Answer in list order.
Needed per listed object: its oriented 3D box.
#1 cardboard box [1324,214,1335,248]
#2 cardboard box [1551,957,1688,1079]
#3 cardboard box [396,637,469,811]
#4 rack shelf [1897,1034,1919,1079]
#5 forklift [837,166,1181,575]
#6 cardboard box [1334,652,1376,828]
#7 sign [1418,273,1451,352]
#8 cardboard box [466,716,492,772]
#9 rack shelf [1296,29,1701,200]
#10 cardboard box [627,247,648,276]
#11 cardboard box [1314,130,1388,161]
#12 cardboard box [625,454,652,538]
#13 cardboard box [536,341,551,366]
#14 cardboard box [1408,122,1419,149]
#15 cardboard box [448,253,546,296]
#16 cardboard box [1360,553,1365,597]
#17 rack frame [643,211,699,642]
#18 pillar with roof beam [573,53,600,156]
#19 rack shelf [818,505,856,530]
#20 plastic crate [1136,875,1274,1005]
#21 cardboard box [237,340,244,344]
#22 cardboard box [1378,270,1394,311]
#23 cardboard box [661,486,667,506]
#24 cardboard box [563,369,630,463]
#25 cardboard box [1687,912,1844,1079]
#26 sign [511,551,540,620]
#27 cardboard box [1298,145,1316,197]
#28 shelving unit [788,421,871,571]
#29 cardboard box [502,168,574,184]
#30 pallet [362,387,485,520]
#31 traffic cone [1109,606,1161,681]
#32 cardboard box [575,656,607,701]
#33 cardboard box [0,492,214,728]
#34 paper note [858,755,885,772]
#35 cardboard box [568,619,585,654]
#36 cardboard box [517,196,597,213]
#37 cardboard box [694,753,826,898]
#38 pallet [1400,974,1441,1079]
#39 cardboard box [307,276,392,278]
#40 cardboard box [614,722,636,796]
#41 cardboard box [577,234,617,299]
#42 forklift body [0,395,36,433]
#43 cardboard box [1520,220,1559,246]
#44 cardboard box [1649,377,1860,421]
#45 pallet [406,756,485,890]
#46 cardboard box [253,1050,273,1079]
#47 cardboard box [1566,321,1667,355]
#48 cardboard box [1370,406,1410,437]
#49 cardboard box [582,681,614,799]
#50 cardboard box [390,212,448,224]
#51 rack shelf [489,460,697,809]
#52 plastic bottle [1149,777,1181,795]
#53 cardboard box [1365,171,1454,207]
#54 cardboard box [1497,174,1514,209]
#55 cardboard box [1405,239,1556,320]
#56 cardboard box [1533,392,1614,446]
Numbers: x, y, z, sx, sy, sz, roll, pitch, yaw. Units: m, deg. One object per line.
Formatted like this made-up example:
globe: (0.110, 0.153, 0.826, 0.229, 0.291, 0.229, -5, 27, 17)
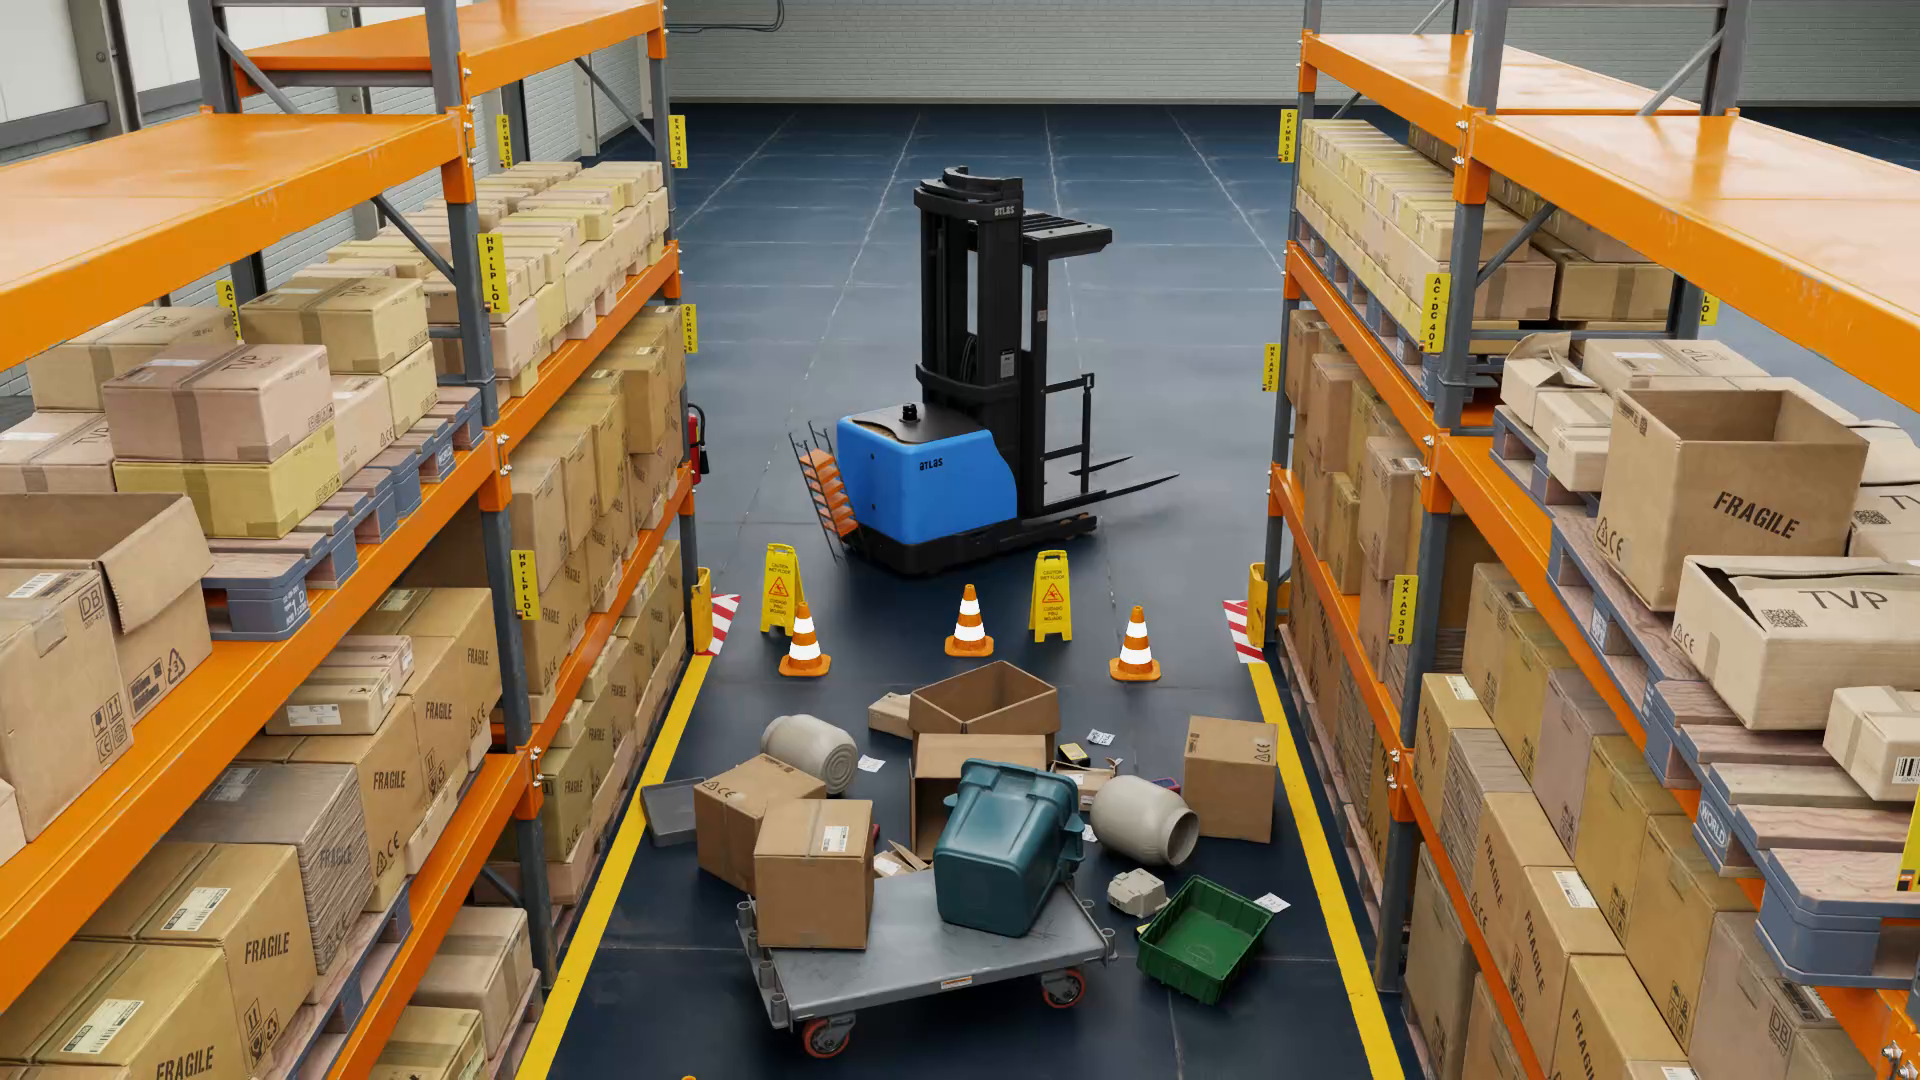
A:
cardboard box: (2.258, -1.732, 9.329, 0.380, 0.149, 0.250, 1, 21, 2)
cardboard box: (2.153, 1.625, 5.056, 0.500, 0.500, 0.500, 0, 21, 1)
cardboard box: (-2.252, 0.702, 6.443, 0.500, 0.500, 0.500, 1, 21, 2)
rack shelf: (2.315, 1.858, 1.440, 1.077, 0.370, 4.000, 1, 21, 2)
forklift: (0.504, -1.503, 13.352, 3.031, 2.935, 1.130, -15, 26, -34)
cardboard box: (2.610, 0.994, 9.176, 0.875, 0.875, 0.875, 1, 21, 2)
sign: (1.943, -0.930, 6.808, 0.100, 0.325, 0.005, 1, 21, 2)
cardboard box: (-2.193, 0.845, 6.972, 0.380, 0.149, 0.250, 1, 21, 2)
rack shelf: (2.558, -2.246, 8.425, 1.077, 0.370, 4.000, 1, 21, 2)
cardboard box: (-2.080, -1.675, 9.900, 0.380, 0.149, 0.250, 1, 21, 3)
cardboard box: (2.275, -2.289, 9.662, 0.380, 0.149, 0.250, 0, 21, 1)
cardboard box: (-2.111, -0.336, 9.699, 0.500, 0.500, 0.500, 1, 21, 1)
cardboard box: (-2.191, -0.932, 7.985, 0.380, 0.149, 0.250, 1, 21, 3)
cardboard box: (2.948, -2.464, 10.112, 0.380, 0.149, 0.250, 1, 21, 2)
cardboard box: (-2.122, -1.219, 7.622, 0.380, 0.149, 0.250, 0, 21, 0)
cardboard box: (2.625, 0.156, 8.774, 0.875, 0.550, 0.550, 1, 21, 2)
rack frame: (-2.332, -0.712, 11.217, 1.000, 3.000, 0.127, 1, 21, 2)
pillar with roof beam: (-3.182, -11.951, 31.889, 9.100, 9.000, 0.400, 1, 21, 2)
rack shelf: (-0.950, -0.193, 12.797, 0.180, 0.103, 0.258, -33, 35, -24)
plastic crate: (1.193, 1.959, 8.141, 0.450, 0.188, 0.662, 23, 29, 25)
cardboard box: (-2.872, -0.583, 6.365, 0.500, 0.250, 0.500, 0, 21, 0)
cardboard box: (2.211, -1.184, 7.915, 0.380, 0.149, 0.250, 1, 21, 2)
cardboard box: (-2.055, -0.272, 10.431, 0.380, 0.149, 0.250, 0, 21, 1)
cardboard box: (-2.219, -0.629, 9.072, 0.700, 0.500, 0.500, 1, 21, 1)
cardboard box: (2.413, 1.341, 4.407, 0.700, 0.500, 0.500, 0, 21, 1)
sign: (-1.899, 0.199, 7.268, 0.100, 0.325, 0.005, 1, 21, 2)
cardboard box: (2.348, -2.232, 10.065, 0.500, 0.250, 0.500, 1, 21, 2)
shelving unit: (-0.993, -0.327, 12.712, 0.189, 1.200, 0.258, -33, 35, -24)
cardboard box: (-2.538, -2.148, 10.015, 0.380, 0.149, 0.250, 1, 21, 1)
pallet: (-2.579, -0.355, 6.409, 1.213, 0.211, 1.003, 1, 21, 2)
traffic cone: (1.184, 0.665, 11.176, 0.336, 0.463, 0.334, 1, 21, 2)
cardboard box: (-2.088, 0.728, 8.794, 0.380, 0.149, 0.250, 1, 21, 4)
cardboard box: (-2.557, 0.182, 4.624, 0.797, 0.503, 0.637, 1, 21, 2)
paper note: (-0.547, 1.347, 10.032, 0.148, 0.019, 0.142, 8, 23, 20)
cardboard box: (-2.147, 0.464, 8.535, 0.380, 0.149, 0.250, 1, 21, 3)
cardboard box: (-2.191, -1.780, 9.069, 0.380, 0.149, 0.250, 0, 21, 0)
cardboard box: (-1.061, 1.526, 8.902, 0.500, 0.500, 0.500, 18, 27, 38)
pallet: (2.549, 2.332, 7.227, 1.003, 0.211, 1.213, 1, 21, 2)
cardboard box: (-2.662, -1.036, 7.150, 0.380, 0.149, 0.250, 1, 21, 3)
cardboard box: (-2.147, 1.225, 9.446, 0.500, 0.250, 0.500, 0, 21, 1)
cardboard box: (-2.119, -1.439, 8.741, 0.500, 0.250, 0.500, 1, 21, 2)
forklift body: (-5.527, 0.336, 9.689, 2.313, 2.155, 1.214, 1, 21, 2)
cardboard box: (2.806, -1.314, 7.698, 0.500, 0.250, 0.500, 0, 21, 1)
cardboard box: (2.680, -0.370, 5.677, 0.500, 0.250, 0.500, 0, 21, 1)
pallet: (-2.622, 1.098, 6.817, 1.003, 0.211, 1.213, 1, 21, 2)
cardboard box: (-2.324, 1.599, 5.028, 0.380, 0.149, 0.250, 2, 21, 5)
cardboard box: (2.848, -0.899, 7.182, 0.380, 0.149, 0.250, 0, 21, 1)
cardboard box: (2.597, -0.348, 8.579, 0.875, 0.550, 0.550, 1, 21, 2)
cardboard box: (-2.161, 1.067, 8.817, 0.500, 0.500, 0.500, 1, 21, 4)
cardboard box: (-2.710, -1.597, 8.598, 0.380, 0.149, 0.250, 1, 21, 2)
rack shelf: (-2.393, 0.346, 9.484, 1.077, 0.370, 4.000, 1, 21, 2)
plastic bottle: (1.130, 1.455, 9.694, 0.283, 0.061, 0.133, -7, 22, -17)
cardboard box: (2.229, -1.735, 8.234, 0.380, 0.149, 0.250, 0, 21, 1)
cardboard box: (2.886, -1.731, 8.224, 0.380, 0.149, 0.250, 1, 21, 2)
cardboard box: (2.256, -1.138, 7.246, 0.500, 0.250, 0.500, 0, 21, 1)
cardboard box: (2.218, -0.399, 5.893, 0.250, 0.149, 0.380, 1, 21, 2)
